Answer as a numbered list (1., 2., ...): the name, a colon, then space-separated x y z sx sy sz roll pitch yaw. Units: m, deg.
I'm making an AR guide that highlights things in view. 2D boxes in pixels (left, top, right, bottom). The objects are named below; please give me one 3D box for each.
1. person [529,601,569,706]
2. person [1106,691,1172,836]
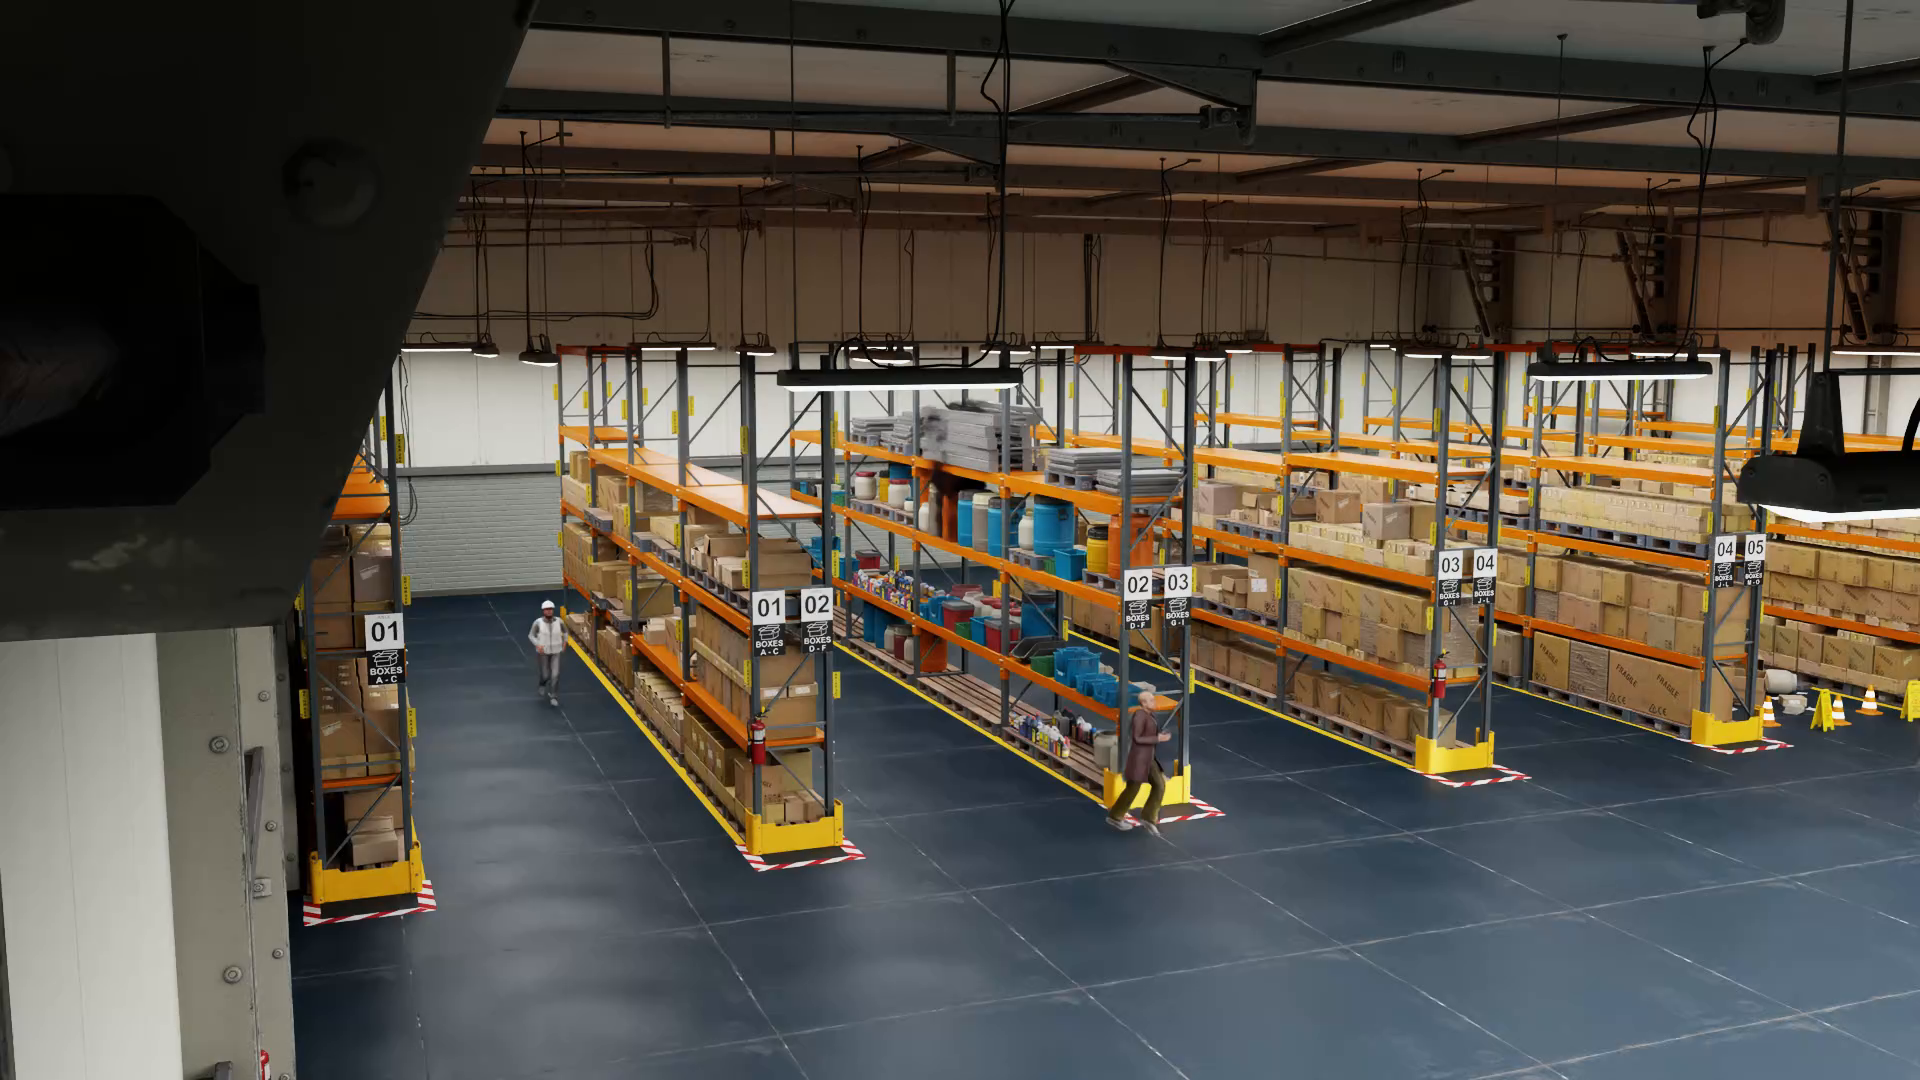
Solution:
1. person: -6.960 1.894 28.217 0.685 1.763 0.701 -3 8 -23
2. person: 2.286 2.859 20.946 0.820 1.759 0.705 3 8 25
